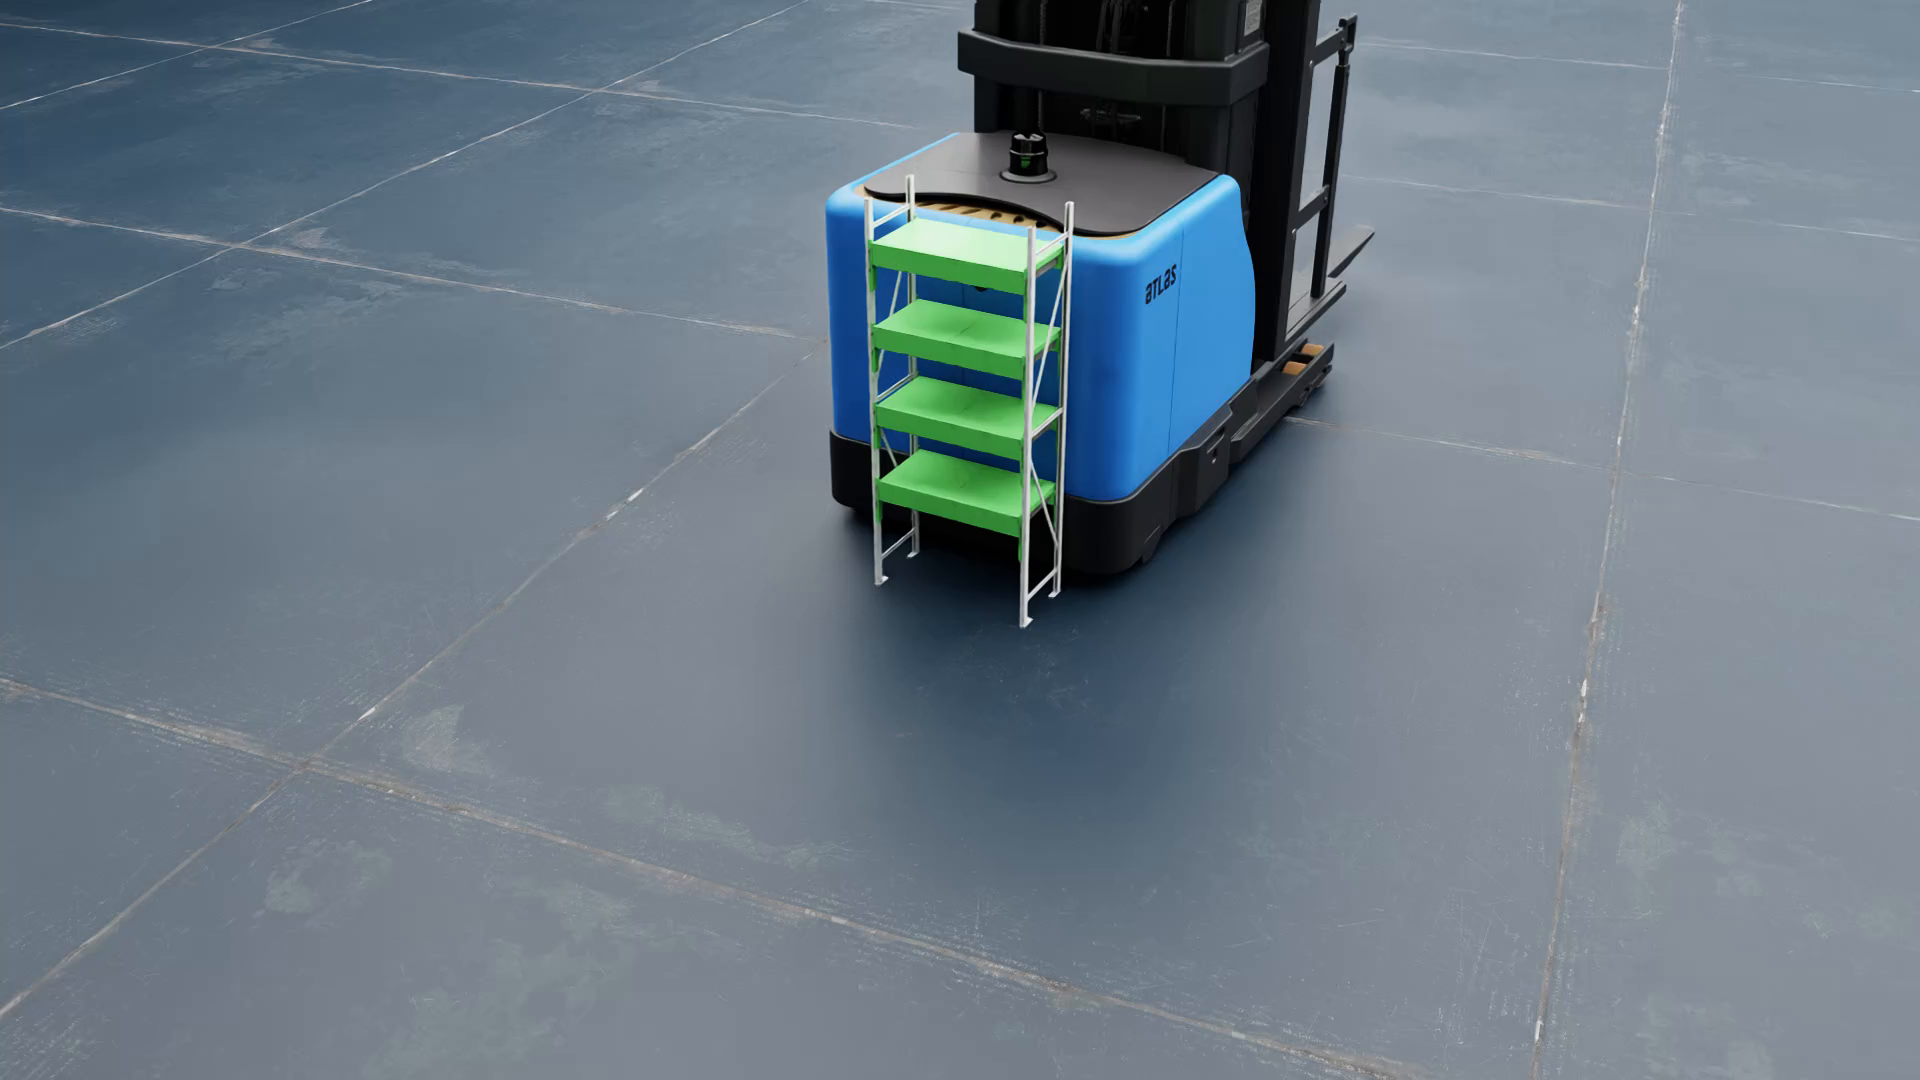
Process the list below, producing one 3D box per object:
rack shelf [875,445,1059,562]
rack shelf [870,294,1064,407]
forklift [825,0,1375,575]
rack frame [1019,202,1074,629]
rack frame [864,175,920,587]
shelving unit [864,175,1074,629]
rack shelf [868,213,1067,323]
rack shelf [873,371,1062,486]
[{"bbox_3d":[0.022,-0.113,4.847,0.480,0.148,0.258,15,33,25],"label":"rack shelf"},{"bbox_3d":[0.022,-0.530,4.611,0.480,0.148,0.258,15,33,25],"label":"rack shelf"},{"bbox_3d":[0.752,-1.866,5.572,1.130,2.935,3.031,16,33,25],"label":"forklift"},{"bbox_3d":[0.236,-0.319,4.595,0.015,1.200,0.240,15,33,25],"label":"rack frame"},{"bbox_3d":[-0.191,-0.435,4.801,0.015,1.200,0.240,15,33,25],"label":"rack frame"},{"bbox_3d":[0.022,-0.377,4.698,0.503,1.200,0.258,15,33,25],"label":"shelving unit"},{"bbox_3d":[0.022,-0.739,4.493,0.480,0.148,0.258,15,33,25],"label":"rack shelf"},{"bbox_3d":[0.022,-0.321,4.729,0.480,0.148,0.258,15,33,25],"label":"rack shelf"}]
